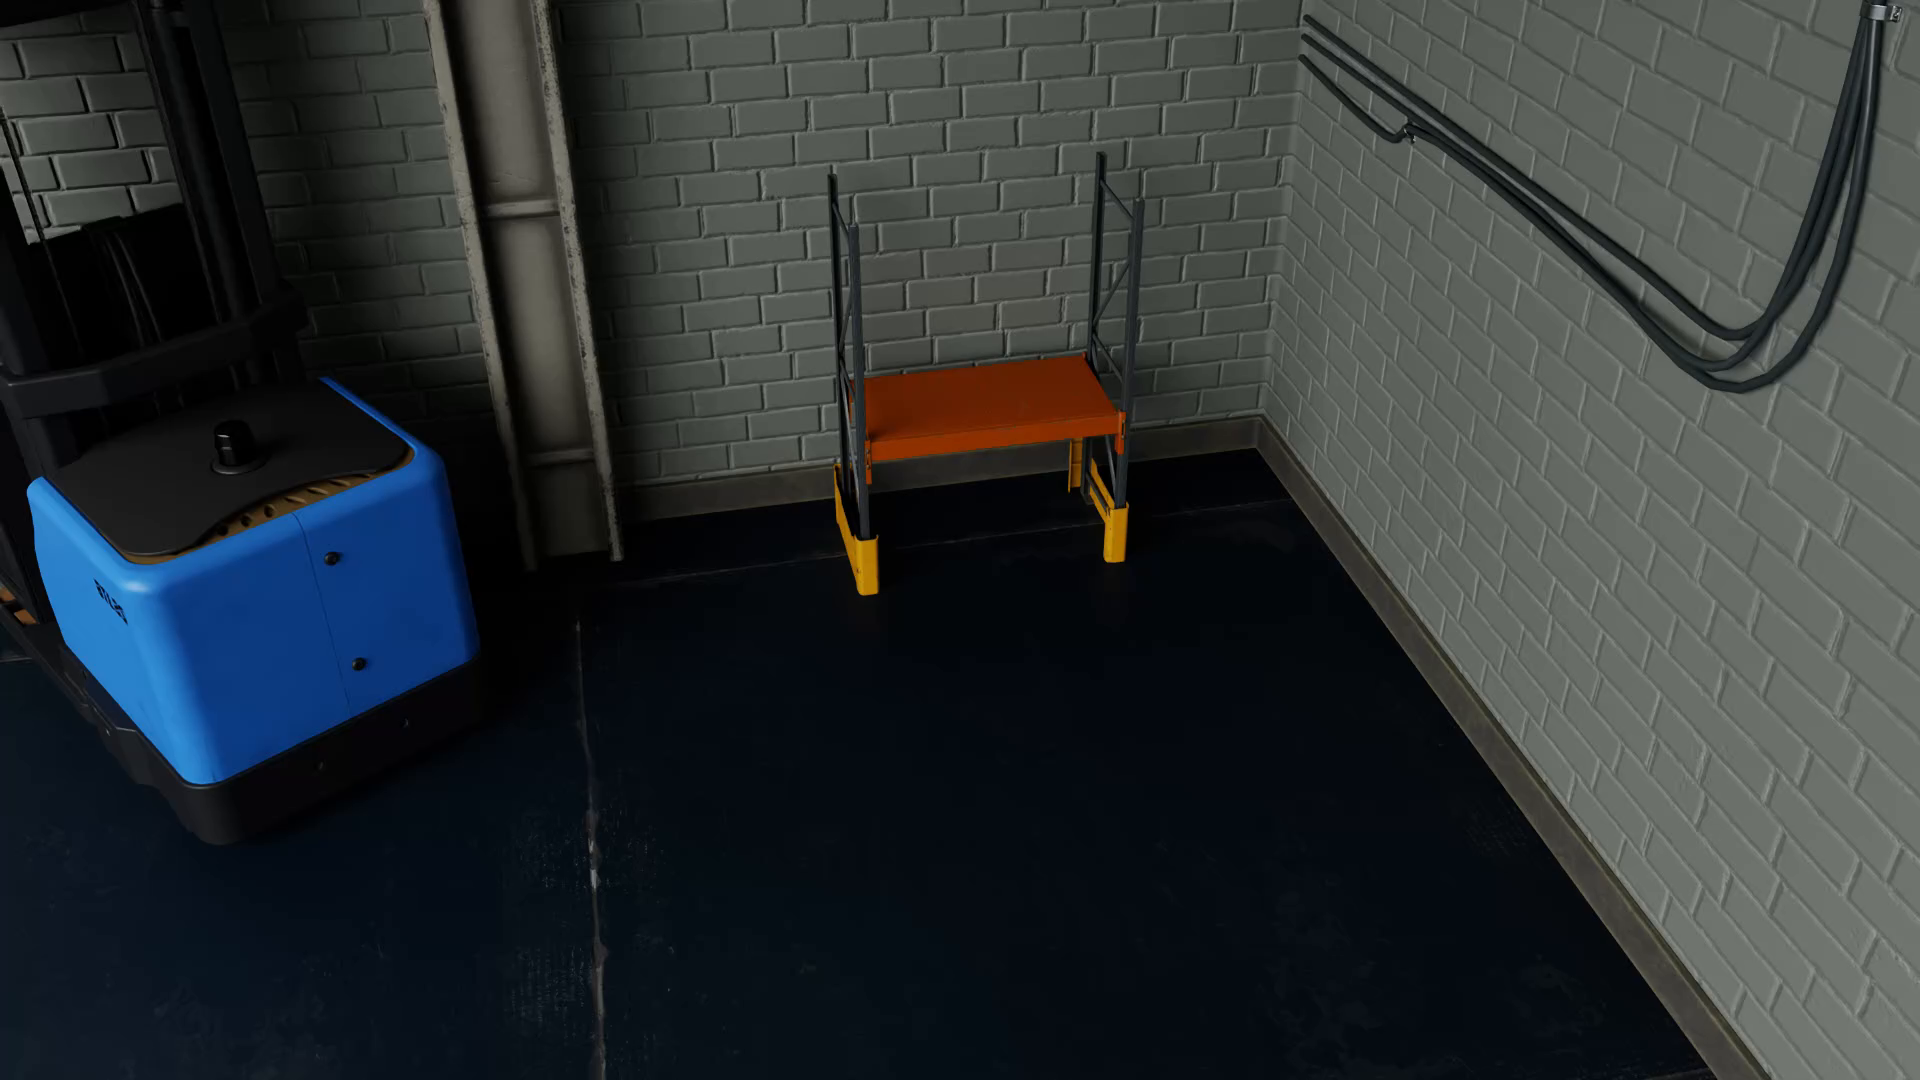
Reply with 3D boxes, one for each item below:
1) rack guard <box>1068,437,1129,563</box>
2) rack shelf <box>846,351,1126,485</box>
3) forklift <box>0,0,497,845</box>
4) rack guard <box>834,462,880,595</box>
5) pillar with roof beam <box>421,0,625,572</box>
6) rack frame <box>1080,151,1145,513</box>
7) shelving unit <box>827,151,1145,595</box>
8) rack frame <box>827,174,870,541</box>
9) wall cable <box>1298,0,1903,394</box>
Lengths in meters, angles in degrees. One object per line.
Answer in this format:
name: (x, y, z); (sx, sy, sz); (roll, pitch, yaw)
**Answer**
rack guard: (0.560, -0.174, 6.786); (0.087, 0.250, 0.587); (-7, 35, -11)
rack shelf: (0.083, -0.484, 6.448); (1.000, 0.185, 0.538); (-7, 35, -11)
forklift: (-2.999, -0.986, 5.588); (1.130, 2.935, 3.031); (-29, 43, -35)
rack guard: (-0.411, -0.052, 6.603); (0.087, 0.250, 0.587); (-7, 35, -11)
pillar with roof beam: (-0.614, -1.377, 0.726); (0.400, 9.000, 9.100); (-7, 35, -11)
rack frame: (0.579, -0.696, 6.441); (0.032, 1.500, 0.500); (-7, 35, -11)
shelving unit: (0.074, -0.632, 6.346); (1.083, 1.500, 0.587); (-7, 35, -11)
rack frame: (-0.413, -0.571, 6.255); (0.032, 1.500, 0.500); (-7, 35, -11)
wall cable: (1.601, -2.071, 4.547); (0.112, 2.526, 3.097); (-7, 35, -11)
